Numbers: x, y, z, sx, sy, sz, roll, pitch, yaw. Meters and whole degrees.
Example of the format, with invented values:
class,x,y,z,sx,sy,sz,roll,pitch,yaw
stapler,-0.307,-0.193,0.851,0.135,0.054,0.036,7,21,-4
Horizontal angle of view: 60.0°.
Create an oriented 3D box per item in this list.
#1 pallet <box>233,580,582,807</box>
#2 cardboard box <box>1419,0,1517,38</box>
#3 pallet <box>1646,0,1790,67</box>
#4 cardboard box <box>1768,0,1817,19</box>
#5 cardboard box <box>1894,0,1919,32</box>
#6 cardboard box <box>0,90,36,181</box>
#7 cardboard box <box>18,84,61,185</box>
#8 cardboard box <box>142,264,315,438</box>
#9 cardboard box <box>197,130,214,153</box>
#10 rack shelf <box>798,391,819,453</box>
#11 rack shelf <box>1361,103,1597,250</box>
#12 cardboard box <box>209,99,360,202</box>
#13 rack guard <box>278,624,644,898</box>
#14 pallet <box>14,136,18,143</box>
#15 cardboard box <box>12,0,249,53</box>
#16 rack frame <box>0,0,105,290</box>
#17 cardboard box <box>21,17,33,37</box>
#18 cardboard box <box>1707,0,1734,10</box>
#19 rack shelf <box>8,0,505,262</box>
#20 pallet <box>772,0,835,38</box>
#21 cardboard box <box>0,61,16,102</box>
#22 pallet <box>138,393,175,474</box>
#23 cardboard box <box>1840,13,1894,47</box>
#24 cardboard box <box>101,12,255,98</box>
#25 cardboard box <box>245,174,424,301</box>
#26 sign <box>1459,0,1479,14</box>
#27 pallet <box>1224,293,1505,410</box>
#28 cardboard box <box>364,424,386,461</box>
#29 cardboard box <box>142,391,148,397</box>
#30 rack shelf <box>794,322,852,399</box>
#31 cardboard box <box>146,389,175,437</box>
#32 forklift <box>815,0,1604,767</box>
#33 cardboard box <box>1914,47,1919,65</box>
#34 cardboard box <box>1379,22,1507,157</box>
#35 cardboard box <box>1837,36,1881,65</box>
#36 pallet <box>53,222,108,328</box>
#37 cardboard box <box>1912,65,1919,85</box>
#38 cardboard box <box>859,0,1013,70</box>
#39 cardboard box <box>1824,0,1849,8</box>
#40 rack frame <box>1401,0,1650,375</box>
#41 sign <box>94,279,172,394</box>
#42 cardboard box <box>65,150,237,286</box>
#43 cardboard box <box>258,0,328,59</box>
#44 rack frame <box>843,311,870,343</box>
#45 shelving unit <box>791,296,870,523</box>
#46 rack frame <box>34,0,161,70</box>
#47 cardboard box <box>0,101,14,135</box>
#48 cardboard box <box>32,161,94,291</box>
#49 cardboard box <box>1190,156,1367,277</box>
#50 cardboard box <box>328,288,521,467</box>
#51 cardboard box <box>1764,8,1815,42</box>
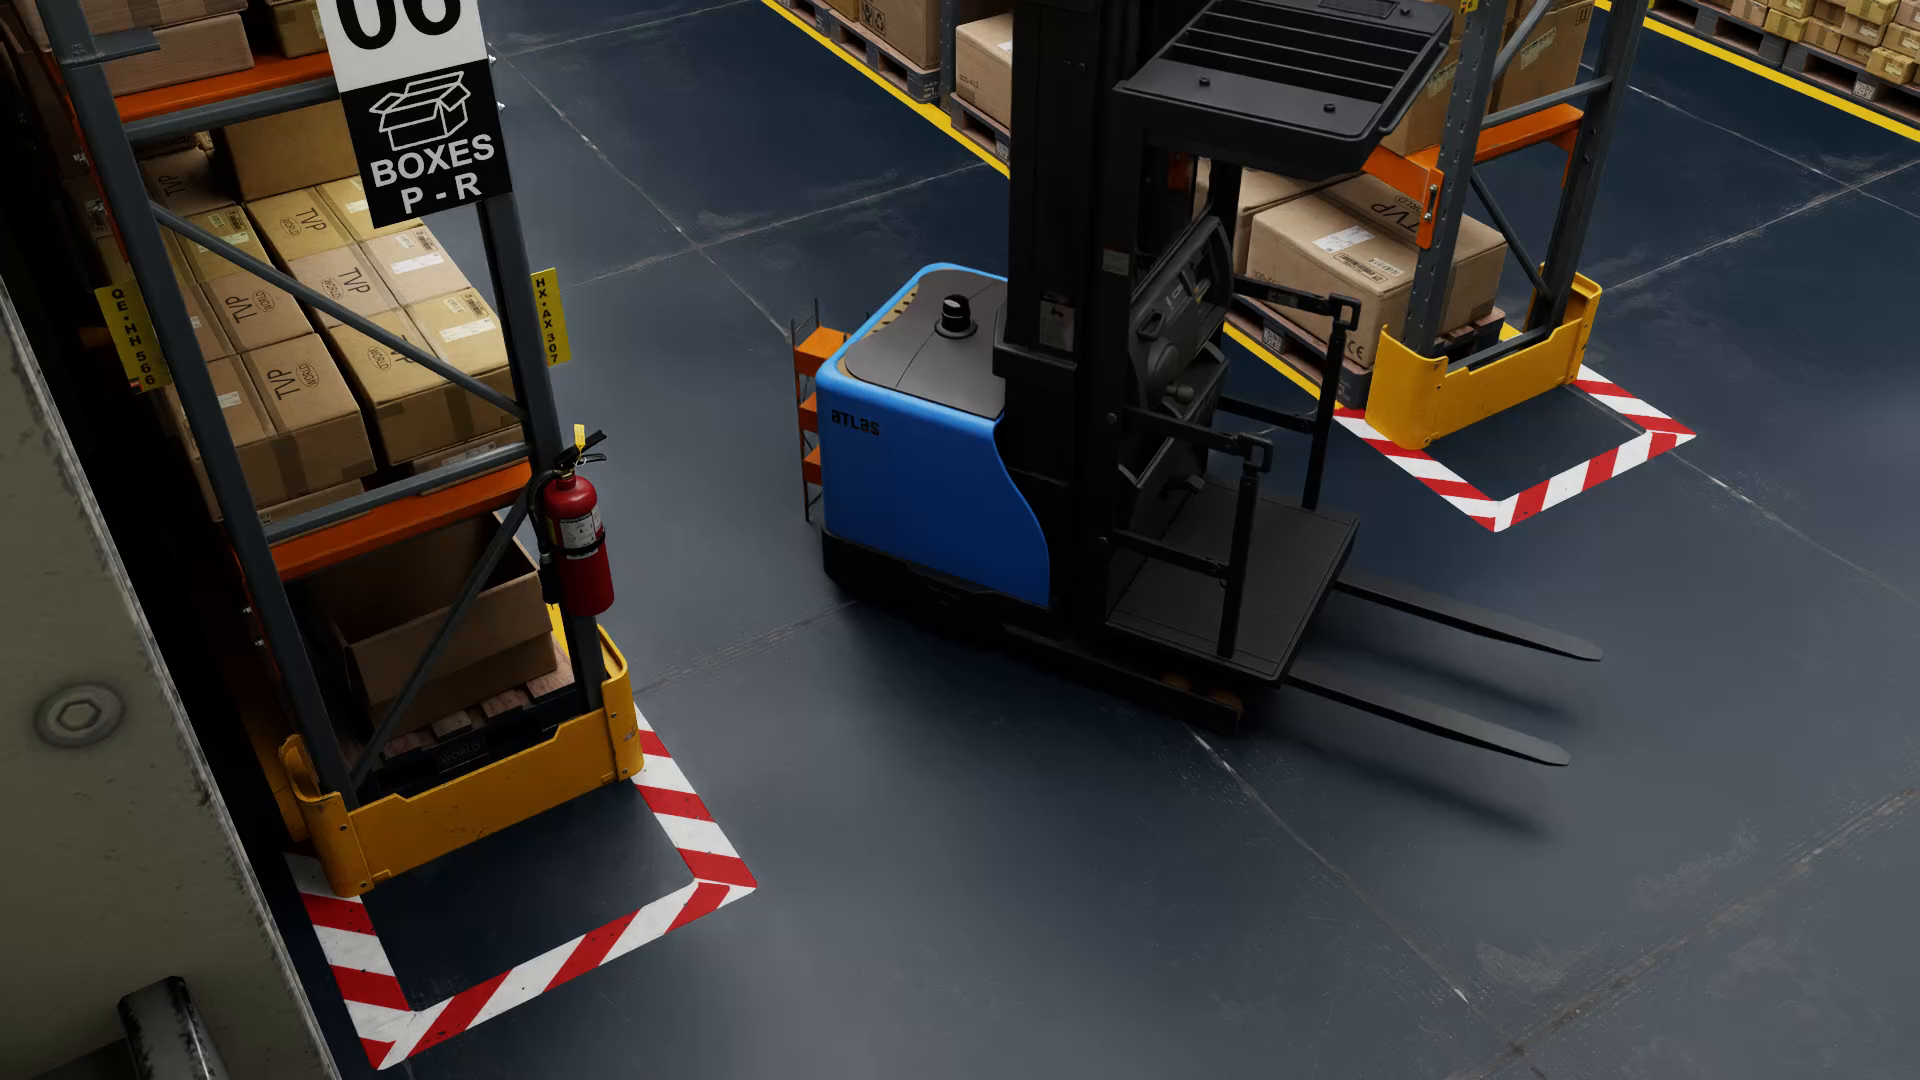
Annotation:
class,x,y,z,sx,sy,sz,roll,pitch,yaw
pallet,-2.175,0.452,6.543,1.003,0.211,1.213,-22,45,-24
cardboard box,2.018,-2.460,7.000,0.500,0.500,0.500,-21,44,-23
pallet,5.498,-3.696,11.521,1.003,0.211,1.213,-22,45,-24
cardboard box,5.503,-3.540,10.821,0.380,0.149,0.250,-22,44,-24
cardboard box,6.012,-3.266,10.261,0.380,0.149,0.250,-21,44,-24
cardboard box,-4.912,-2.229,9.207,0.500,0.500,0.500,-24,46,-26
cardboard box,-3.541,-1.736,6.875,0.500,0.250,0.500,-23,45,-25
cardboard box,-2.452,-0.641,5.561,0.500,0.250,0.500,-22,45,-24
cardboard box,-2.837,-1.635,6.753,0.500,0.250,0.500,-23,45,-25
rack shelf,-0.522,-0.493,7.038,0.240,0.259,0.215,18,43,21
rack shelf,1.403,-2.662,8.664,1.077,0.370,4.000,-22,45,-24
cardboard box,-2.529,-1.641,6.175,0.500,0.500,0.500,-21,44,-23
rack guard,-1.746,0.770,5.935,1.175,0.500,0.348,-22,45,-24
pallet,-5.637,-2.979,10.661,1.003,0.211,1.213,-22,45,-24
cardboard box,-2.173,-1.504,4.254,0.500,0.250,0.500,-23,45,-25
rack frame,-3.856,-2.308,7.676,1.000,3.000,0.127,-22,45,-24
cardboard box,-2.423,-1.548,4.618,0.380,0.149,0.250,-21,44,-23
cardboard box,5.309,-3.734,11.287,0.380,0.149,0.250,-21,44,-23
rack shelf,-2.780,-2.104,5.651,1.077,0.370,4.000,-22,45,-24
pallet,-0.811,-3.997,11.882,1.003,0.211,1.213,-22,45,-24
cardboard box,-5.029,-2.541,9.075,0.380,0.149,0.250,-22,44,-24
pallet,-3.487,-0.865,8.124,1.003,0.211,1.213,-22,45,-24
cardboard box,5.792,-3.265,10.491,0.380,0.149,0.250,-24,45,-26
cardboard box,-2.072,-1.298,4.317,0.380,0.149,0.250,-21,44,-23
cardboard box,-2.268,-1.088,6.097,0.500,0.250,0.500,-23,45,-25
sign,2.013,-2.216,6.477,0.100,0.325,0.005,-22,45,-24
pallet,1.982,-1.193,8.517,1.003,0.211,1.213,-22,45,-24
cardboard box,-1.826,-0.446,5.638,0.380,0.149,0.250,-21,44,-23
cardboard box,-3.700,-0.998,7.877,0.500,0.311,0.500,-21,44,-23
rack shelf,-0.522,-0.711,6.856,0.240,0.259,0.215,18,43,21
cardboard box,-2.594,-0.533,5.742,0.380,0.149,0.250,-22,45,-24
forklift,0.976,-0.782,5.899,3.031,2.935,1.130,18,43,21
cardboard box,6.073,-2.985,10.155,0.380,0.149,0.250,-23,45,-25
cardboard box,1.996,-2.067,7.309,0.500,0.500,0.500,-22,45,-24
cardboard box,5.845,-3.172,10.613,0.380,0.149,0.250,-22,45,-25
pallet,-4.325,-1.662,9.080,1.003,0.211,1.213,-22,45,-24
cardboard box,6.139,-2.896,10.281,0.380,0.149,0.250,-21,44,-24
cardboard box,-0.073,-3.671,10.643,0.875,0.875,0.875,-21,44,-23
cardboard box,5.680,-3.524,10.570,0.380,0.149,0.250,-24,45,-26
rack frame,2.478,-1.859,7.138,1.000,3.000,0.127,-22,45,-24
sign,-2.184,-0.535,4.397,0.100,0.325,0.005,-22,45,-24
cardboard box,-2.995,-1.192,6.222,0.500,0.250,0.500,-22,45,-24
cardboard box,-1.680,-1.457,4.508,0.380,0.149,0.250,-21,44,-24
rack frame,-0.414,-0.465,6.988,0.008,1.050,0.200,18,43,21
shelving unit,-0.522,-0.501,7.031,0.252,1.050,0.215,18,43,21
rack frame,-1.705,-2.454,3.165,1.000,3.000,0.127,-22,45,-24
cardboard box,-5.485,-2.787,9.876,0.500,0.500,0.500,-20,44,-22
cardboard box,-4.369,-1.672,8.538,0.500,0.500,0.500,-22,45,-25
cardboard box,1.540,-1.849,8.800,0.875,0.438,0.875,-21,44,-23
cardboard box,-1.722,-0.543,5.443,0.500,0.250,0.500,-22,45,-24
cardboard box,5.512,-3.417,10.907,0.380,0.149,0.250,-24,46,-26
